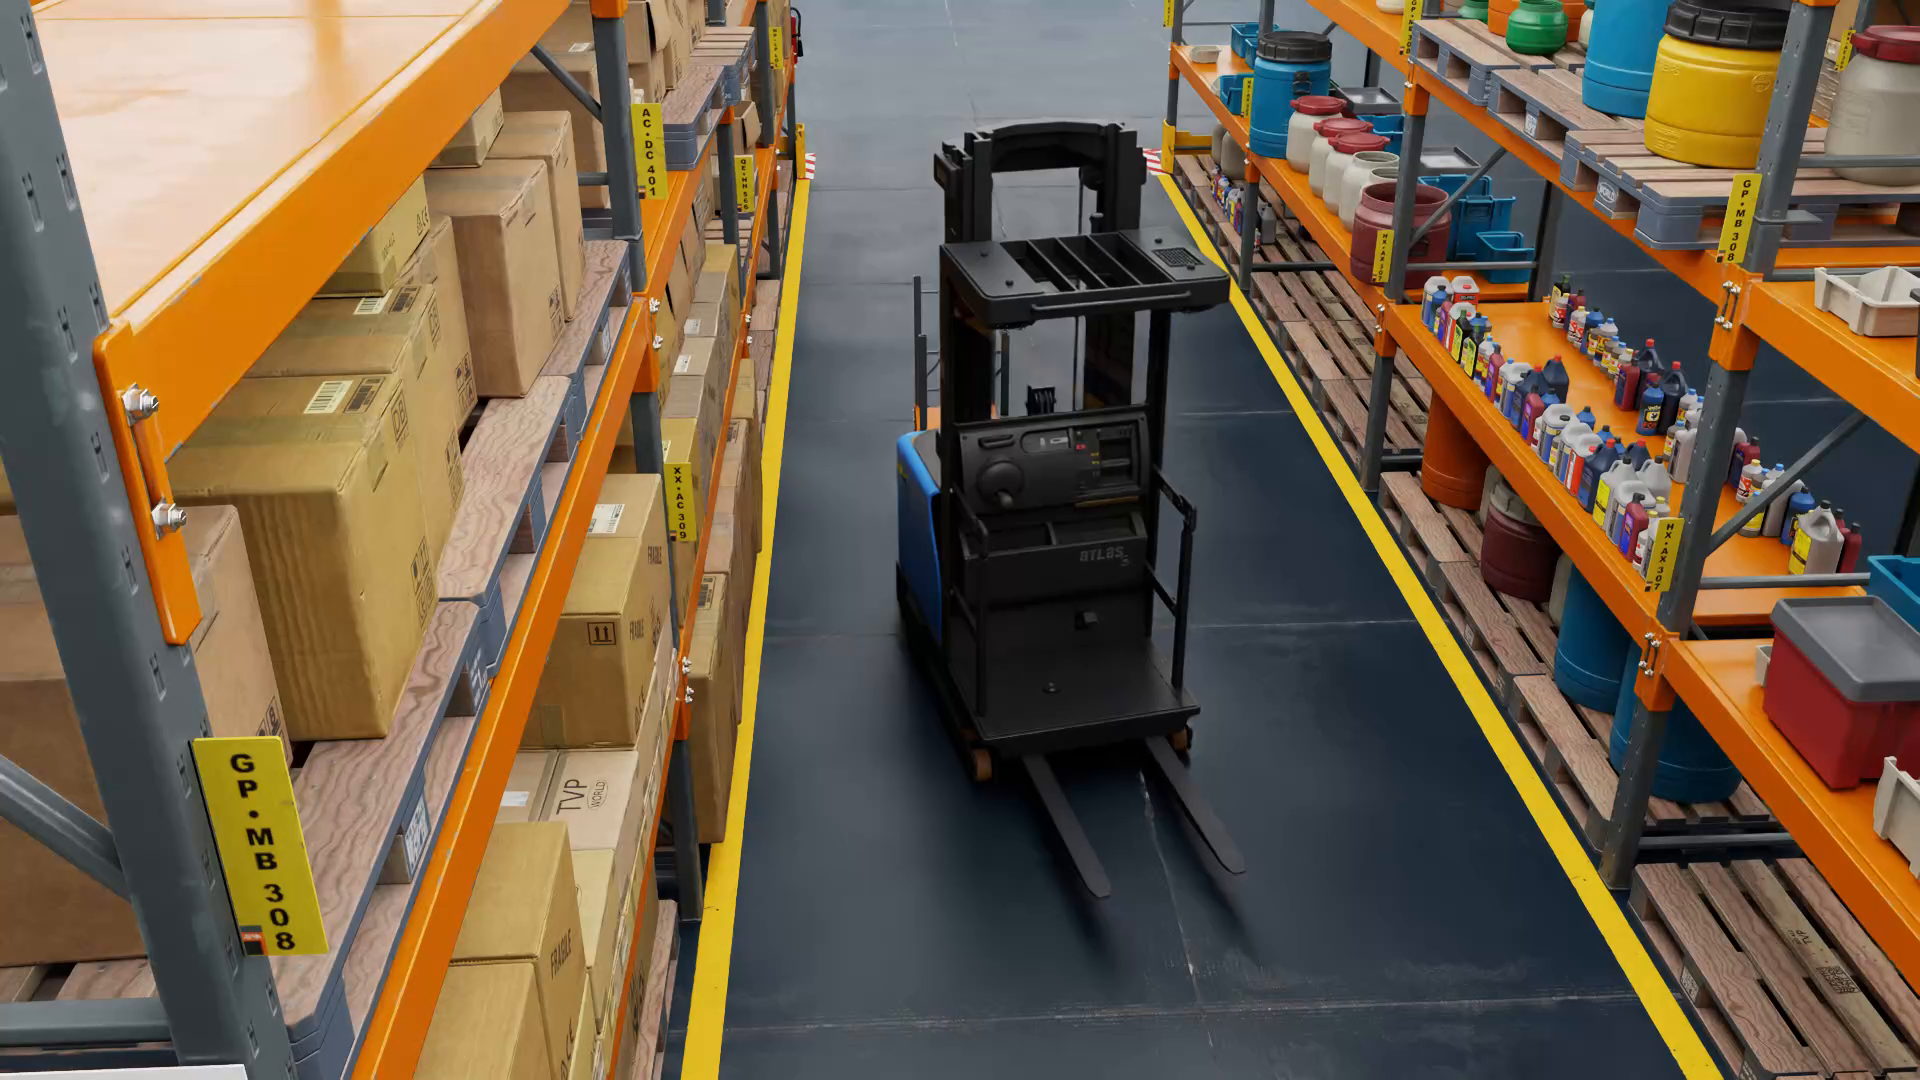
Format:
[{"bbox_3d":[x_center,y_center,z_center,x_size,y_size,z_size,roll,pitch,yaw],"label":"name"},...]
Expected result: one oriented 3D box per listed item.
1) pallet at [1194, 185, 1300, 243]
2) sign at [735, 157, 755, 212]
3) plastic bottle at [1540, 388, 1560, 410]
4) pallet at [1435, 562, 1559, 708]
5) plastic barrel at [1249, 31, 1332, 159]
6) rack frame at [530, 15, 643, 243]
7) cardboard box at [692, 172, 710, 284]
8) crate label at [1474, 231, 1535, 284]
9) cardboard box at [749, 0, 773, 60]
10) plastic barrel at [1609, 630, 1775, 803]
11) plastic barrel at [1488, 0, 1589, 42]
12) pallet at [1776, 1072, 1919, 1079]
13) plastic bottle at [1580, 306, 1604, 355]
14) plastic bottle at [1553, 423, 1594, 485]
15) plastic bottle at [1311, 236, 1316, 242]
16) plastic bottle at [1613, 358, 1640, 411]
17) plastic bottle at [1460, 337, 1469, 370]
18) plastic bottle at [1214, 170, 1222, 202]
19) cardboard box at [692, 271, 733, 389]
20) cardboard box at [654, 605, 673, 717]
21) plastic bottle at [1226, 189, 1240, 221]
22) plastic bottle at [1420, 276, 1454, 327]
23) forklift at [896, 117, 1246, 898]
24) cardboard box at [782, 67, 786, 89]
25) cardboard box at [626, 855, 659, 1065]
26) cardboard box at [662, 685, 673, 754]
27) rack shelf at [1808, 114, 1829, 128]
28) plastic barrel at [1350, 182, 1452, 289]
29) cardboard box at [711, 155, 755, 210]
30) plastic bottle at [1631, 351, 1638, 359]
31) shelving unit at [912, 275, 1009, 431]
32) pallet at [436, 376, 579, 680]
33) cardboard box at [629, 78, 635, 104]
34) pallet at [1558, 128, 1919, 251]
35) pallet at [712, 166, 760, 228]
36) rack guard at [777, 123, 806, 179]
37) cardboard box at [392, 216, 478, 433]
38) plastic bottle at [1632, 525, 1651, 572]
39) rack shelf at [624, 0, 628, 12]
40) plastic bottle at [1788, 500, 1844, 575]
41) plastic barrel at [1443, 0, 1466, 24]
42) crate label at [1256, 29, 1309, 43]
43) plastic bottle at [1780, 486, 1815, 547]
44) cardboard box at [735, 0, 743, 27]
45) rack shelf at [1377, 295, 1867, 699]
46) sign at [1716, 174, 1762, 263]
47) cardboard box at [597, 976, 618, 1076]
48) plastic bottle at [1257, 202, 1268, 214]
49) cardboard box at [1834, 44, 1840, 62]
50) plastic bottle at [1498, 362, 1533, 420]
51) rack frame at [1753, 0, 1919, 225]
[{"bbox_3d":[2.862,-3.162,16.085,1.003,0.211,1.213,-1,28,-3],"label":"pallet"},{"bbox_3d":[-1.261,-2.084,9.750,0.100,0.325,0.005,-1,28,-3],"label":"sign"},{"bbox_3d":[2.952,-0.632,8.358,0.097,0.271,0.097,0,28,0],"label":"plastic bottle"},{"bbox_3d":[3.274,0.486,9.090,1.003,0.211,1.213,-1,28,-3],"label":"pallet"},{"bbox_3d":[2.639,-3.559,13.289,0.600,0.901,0.708,-1,28,-3],"label":"plastic barrel"},{"bbox_3d":[-1.607,-2.369,5.060,1.000,3.000,0.127,-1,28,-3],"label":"rack frame"},{"bbox_3d":[-1.794,-1.707,9.086,0.797,0.503,0.637,0,28,-1],"label":"cardboard box"},{"bbox_3d":[3.483,-1.805,10.648,0.303,0.233,0.416,-1,28,-3],"label":"crate label"},{"bbox_3d":[-1.794,-4.237,13.618,0.500,0.500,0.500,-1,28,-3],"label":"cardboard box"},{"bbox_3d":[3.328,0.664,7.548,0.600,0.901,0.708,-1,28,-3],"label":"plastic barrel"},{"bbox_3d":[3.157,-3.120,8.826,0.600,0.830,0.708,-1,28,-3],"label":"plastic barrel"},{"bbox_3d":[3.483,2.311,5.590,1.003,0.211,1.213,-1,28,-3],"label":"pallet"},{"bbox_3d":[3.588,-1.192,9.430,0.097,0.271,0.097,0,28,0],"label":"plastic bottle"},{"bbox_3d":[2.944,-0.411,7.929,0.152,0.276,0.135,-1,28,-3],"label":"plastic bottle"},{"bbox_3d":[3.192,-2.817,14.869,0.061,0.283,0.133,-1,28,-3],"label":"plastic bottle"},{"bbox_3d":[3.503,-0.831,8.725,0.061,0.283,0.133,-1,28,-3],"label":"plastic bottle"},{"bbox_3d":[2.840,-1.050,9.235,0.097,0.201,0.097,0,28,0],"label":"plastic bottle"},{"bbox_3d":[2.490,-3.411,16.008,0.061,0.283,0.133,-1,28,-2],"label":"plastic bottle"},{"bbox_3d":[-1.522,-1.148,9.099,0.500,0.500,0.500,-2,28,-3],"label":"cardboard box"},{"bbox_3d":[-1.322,0.423,6.035,0.500,0.250,0.500,-2,28,-4],"label":"cardboard box"},{"bbox_3d":[2.569,-3.114,15.446,0.152,0.276,0.135,-1,28,-2],"label":"plastic bottle"},{"bbox_3d":[2.830,-1.413,9.849,0.152,0.276,0.135,-1,28,-3],"label":"plastic bottle"},{"bbox_3d":[0.510,-0.331,7.715,1.130,2.935,3.031,-7,28,-13],"label":"forklift"},{"bbox_3d":[-1.829,-4.322,15.565,0.380,0.149,0.250,-1,28,-3],"label":"cardboard box"},{"bbox_3d":[-1.652,1.354,6.254,0.875,0.875,0.875,-1,28,-3],"label":"cardboard box"},{"bbox_3d":[-1.250,0.655,6.023,0.380,0.149,0.250,-1,28,-2],"label":"cardboard box"},{"bbox_3d":[7.764,-4.245,15.924,1.077,0.370,4.000,-1,28,-3],"label":"rack shelf"},{"bbox_3d":[2.804,-1.943,10.584,0.600,0.536,0.708,-1,28,-3],"label":"plastic barrel"},{"bbox_3d":[-1.673,-2.455,11.422,0.500,0.250,0.500,-2,28,-4],"label":"cardboard box"},{"bbox_3d":[3.638,-0.919,8.895,0.061,0.283,0.133,-1,28,-3],"label":"plastic bottle"},{"bbox_3d":[-0.004,-0.700,9.971,0.587,1.500,1.083,-1,28,-3],"label":"shelving unit"},{"bbox_3d":[-1.514,-0.059,3.972,1.003,0.211,1.213,-1,28,-3],"label":"pallet"},{"bbox_3d":[-1.574,-1.694,6.653,0.500,0.311,0.500,-2,28,-4],"label":"cardboard box"},{"bbox_3d":[3.201,-1.434,6.717,1.213,0.211,1.003,-1,28,-3],"label":"pallet"},{"bbox_3d":[-1.960,-2.384,11.785,1.003,0.211,1.213,-1,28,-3],"label":"pallet"},{"bbox_3d":[-2.229,-4.107,17.584,1.175,0.500,0.348,-1,28,-3],"label":"rack guard"},{"bbox_3d":[-1.597,-0.460,3.975,0.700,0.500,0.500,0,28,0],"label":"cardboard box"},{"bbox_3d":[2.963,0.033,7.158,0.097,0.201,0.097,0,28,0],"label":"plastic bottle"},{"bbox_3d":[-1.711,-2.796,7.090,1.077,0.370,4.000,-1,28,-3],"label":"rack shelf"},{"bbox_3d":[3.643,0.005,7.051,0.144,0.351,0.185,-1,28,-3],"label":"plastic bottle"},{"bbox_3d":[3.305,-3.612,10.147,0.600,0.901,0.600,0,28,0],"label":"plastic barrel"},{"bbox_3d":[3.079,-4.542,15.677,0.502,0.435,0.616,-1,28,-3],"label":"crate label"},{"bbox_3d":[3.710,-0.110,7.357,0.097,0.271,0.097,0,28,0],"label":"plastic bottle"},{"bbox_3d":[-1.612,-3.280,10.213,0.500,0.250,0.500,-1,28,-1],"label":"cardboard box"},{"bbox_3d":[3.235,-0.433,8.614,1.077,0.370,4.000,-1,28,-3],"label":"rack shelf"},{"bbox_3d":[2.790,-1.150,5.958,0.100,0.325,0.005,-1,28,-3],"label":"sign"},{"bbox_3d":[-1.168,1.368,4.656,0.380,0.149,0.250,-2,28,-4],"label":"cardboard box"},{"bbox_3d":[2.737,-2.904,15.045,0.152,0.276,0.135,-1,28,-3],"label":"plastic bottle"},{"bbox_3d":[7.640,-4.093,14.044,0.380,0.149,0.250,-1,28,-3],"label":"cardboard box"},{"bbox_3d":[2.903,-0.772,8.621,0.152,0.276,0.135,-1,28,-3],"label":"plastic bottle"},{"bbox_3d":[3.340,-2.488,5.290,1.000,3.000,0.127,-1,28,-3],"label":"rack frame"}]
